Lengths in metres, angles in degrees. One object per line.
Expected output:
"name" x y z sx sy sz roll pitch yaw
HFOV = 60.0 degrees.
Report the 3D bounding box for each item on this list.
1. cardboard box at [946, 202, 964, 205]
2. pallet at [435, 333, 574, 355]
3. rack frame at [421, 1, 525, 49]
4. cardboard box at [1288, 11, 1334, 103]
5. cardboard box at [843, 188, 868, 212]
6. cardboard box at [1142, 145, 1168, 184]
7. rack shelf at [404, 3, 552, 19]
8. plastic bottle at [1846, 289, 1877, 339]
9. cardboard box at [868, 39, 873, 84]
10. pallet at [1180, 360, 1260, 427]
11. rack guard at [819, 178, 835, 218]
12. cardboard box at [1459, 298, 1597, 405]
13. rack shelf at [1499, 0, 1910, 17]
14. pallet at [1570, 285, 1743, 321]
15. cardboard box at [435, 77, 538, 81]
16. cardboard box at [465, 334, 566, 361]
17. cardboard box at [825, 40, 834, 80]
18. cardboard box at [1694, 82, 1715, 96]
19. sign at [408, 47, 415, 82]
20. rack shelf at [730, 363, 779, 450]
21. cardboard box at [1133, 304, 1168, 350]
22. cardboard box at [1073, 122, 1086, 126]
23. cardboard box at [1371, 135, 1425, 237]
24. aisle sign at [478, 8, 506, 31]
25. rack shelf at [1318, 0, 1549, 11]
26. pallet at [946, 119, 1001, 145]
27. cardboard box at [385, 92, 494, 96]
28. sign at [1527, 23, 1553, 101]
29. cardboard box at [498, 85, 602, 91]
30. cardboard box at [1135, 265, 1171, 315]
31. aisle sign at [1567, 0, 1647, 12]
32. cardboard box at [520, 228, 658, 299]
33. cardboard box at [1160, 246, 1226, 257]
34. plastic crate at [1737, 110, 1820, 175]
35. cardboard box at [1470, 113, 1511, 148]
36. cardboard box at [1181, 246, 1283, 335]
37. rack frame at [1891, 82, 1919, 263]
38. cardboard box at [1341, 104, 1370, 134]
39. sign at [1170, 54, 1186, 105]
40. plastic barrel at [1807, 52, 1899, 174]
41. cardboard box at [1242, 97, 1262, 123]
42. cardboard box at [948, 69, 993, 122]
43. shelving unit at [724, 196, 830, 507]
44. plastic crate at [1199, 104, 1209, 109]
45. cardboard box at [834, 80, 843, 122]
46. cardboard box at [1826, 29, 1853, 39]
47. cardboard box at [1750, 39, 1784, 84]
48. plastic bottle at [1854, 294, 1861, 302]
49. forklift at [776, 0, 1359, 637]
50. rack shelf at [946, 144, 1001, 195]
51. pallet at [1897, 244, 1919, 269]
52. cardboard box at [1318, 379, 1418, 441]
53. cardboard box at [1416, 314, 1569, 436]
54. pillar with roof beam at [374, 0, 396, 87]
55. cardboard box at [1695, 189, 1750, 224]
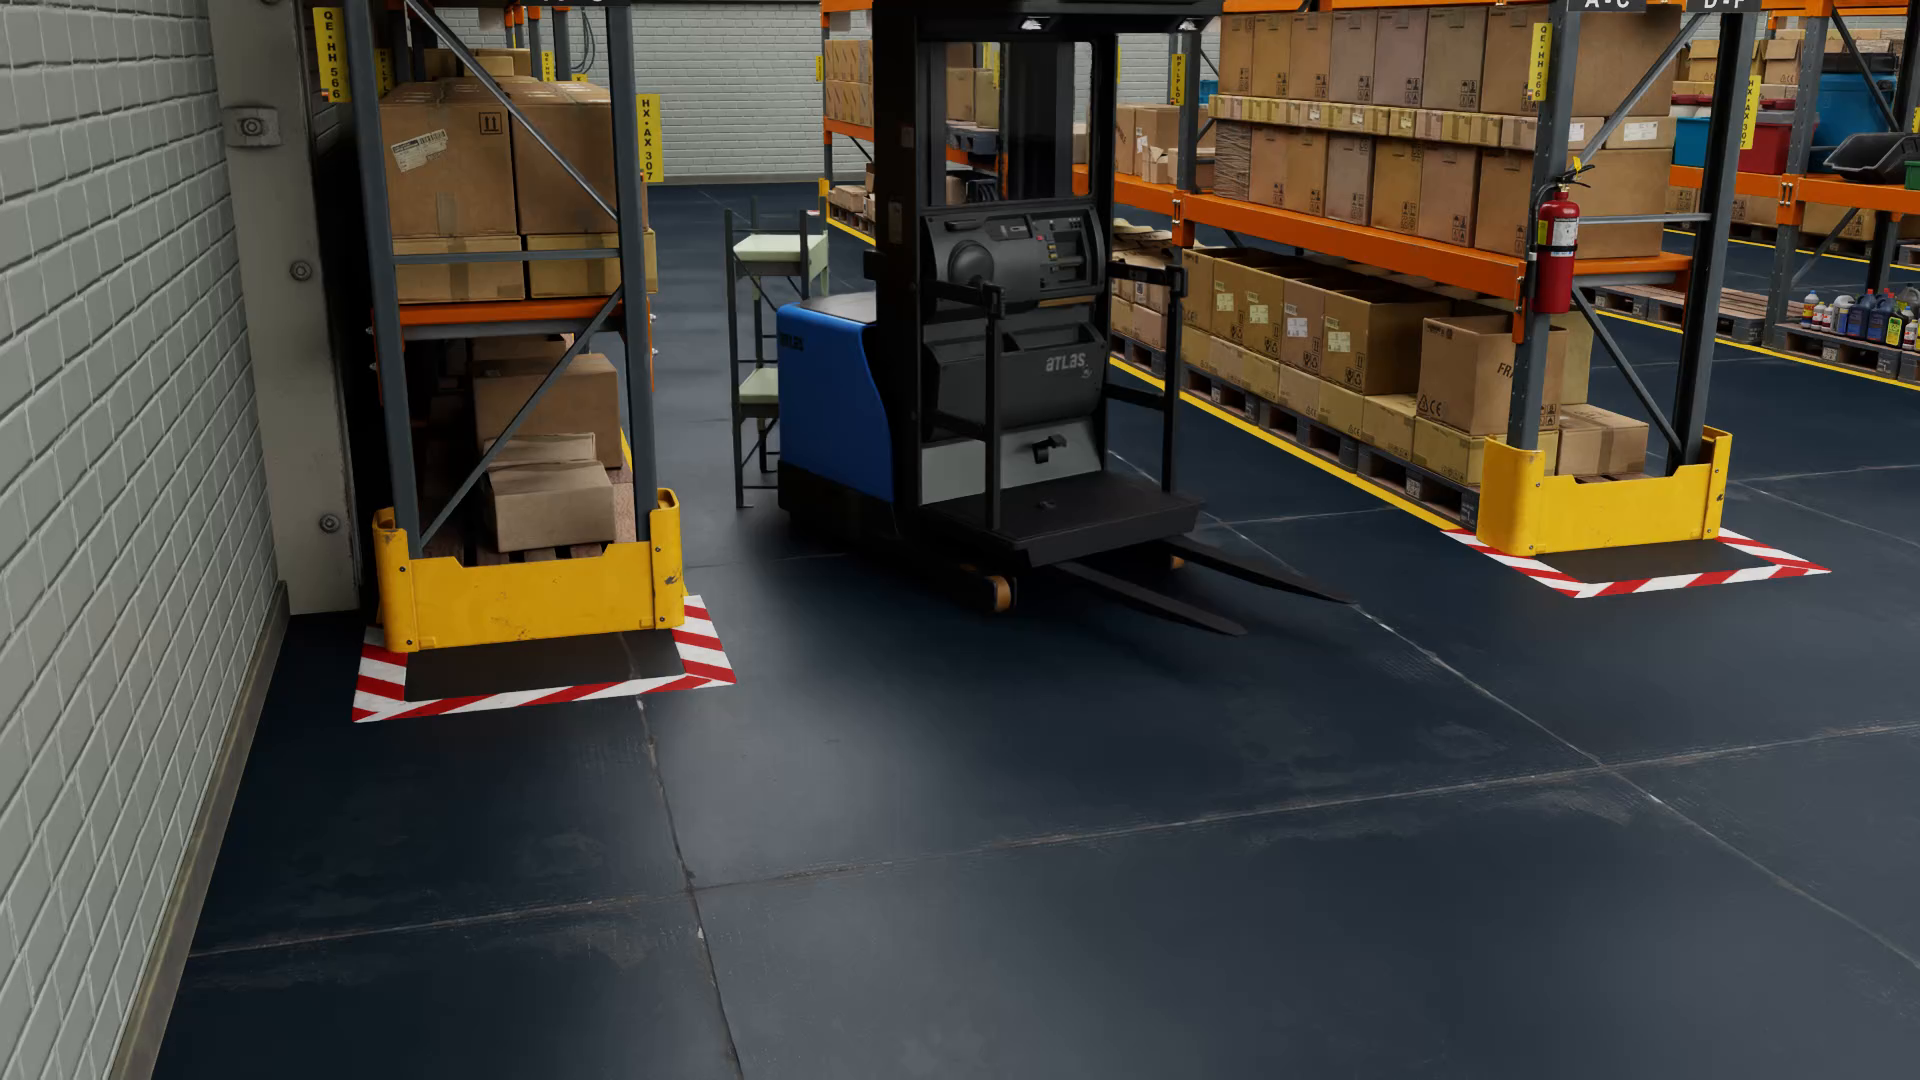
"cardboard box" 0.086 -3.211 17.009 0.500 0.500 0.500 -5 18 -17
"pallet" -3.356 -1.389 12.208 1.003 0.211 1.213 -5 17 -15
"rack frame" -5.001 -4.384 17.331 1.000 3.000 0.127 -5 17 -15
"cardboard box" 2.365 -2.832 9.737 0.700 0.500 0.500 -5 17 -15
"cardboard box" -1.186 -4.327 21.158 0.500 0.250 0.500 -5 17 -15
"cardboard box" 1.542 -2.728 12.052 0.396 0.266 0.258 -5 17 -17
"rack shelf" -3.352 -3.816 11.478 1.077 0.370 4.000 -5 17 -15
"plastic bottle" 6.546 -1.640 12.037 0.144 0.351 0.185 -4 17 -14
"cardboard box" -0.770 -5.564 19.349 0.500 0.500 0.500 -5 17 -16
"pallet" 2.138 -1.005 10.930 1.003 0.211 1.213 -5 17 -15
"rack guard" -1.317 -4.664 22.612 1.175 0.500 0.348 -5 17 -15
"cardboard box" 2.986 -1.004 8.828 0.500 0.500 0.500 -5 17 -15
"rack shelf" 6.174 -4.599 14.086 1.077 0.370 4.000 -5 17 -15
"pallet" 6.131 -2.171 14.812 1.003 0.211 1.213 -5 17 -15
"cardboard box" -3.583 -3.254 12.633 0.700 0.500 0.500 -6 18 -20
"cardboard box" -2.478 -0.900 9.316 0.500 0.500 0.500 -6 18 -19
"cardboard box" -1.470 -6.266 21.686 0.500 0.500 0.500 -4 17 -14
"cardboard box" 9.312 -5.320 20.276 0.500 0.500 0.500 -5 17 -15
"sign" -4.434 -3.787 13.332 0.100 0.325 0.005 -5 17 -15
"rack shelf" -0.926 -0.679 8.740 0.431 0.370 0.720 1 17 3
"cardboard box" 1.567 -1.539 11.912 0.500 0.250 0.500 -5 17 -16
"cardboard box" 0.919 -3.523 14.621 0.500 0.311 0.500 -4 17 -12
"cardboard box" 2.663 -1.918 8.948 0.700 0.500 0.500 -5 17 -15
"aisle sign" -5.831 -6.779 20.786 0.394 0.787 0.004 -5 17 -15
"rack shelf" 2.510 -3.102 9.102 1.077 0.370 4.000 -5 17 -15
"pallet" 0.322 -4.115 16.772 1.003 0.211 1.213 -5 17 -15
"cardboard box" -2.312 -1.757 7.511 0.500 0.500 0.500 -5 17 -17
"sign" 2.534 -2.086 7.258 0.100 0.325 0.005 -5 17 -15
"cardboard box" -2.104 -2.084 8.597 0.500 0.500 0.500 -5 17 -17
"cardboard box" 1.573 -1.806 11.824 0.500 0.311 0.500 -5 17 -15
"aisle sign" 2.795 -2.661 7.077 0.394 0.787 0.004 -5 17 -15
"cardboard box" -1.532 -1.162 6.833 0.500 0.250 0.500 -5 17 -17
"cardboard box" 1.810 -2.132 12.911 0.500 0.311 0.500 -5 18 -17
"plastic crate" 6.296 -3.094 12.928 0.402 0.464 0.583 -5 17 -15
"cardboard box" 2.698 -1.978 8.023 0.380 0.149 0.250 -4 17 -14
"cardboard box" 1.786 -1.654 10.990 0.500 0.500 0.500 -5 17 -15
"rack frame" 10.386 -4.452 17.559 1.000 3.000 0.127 -5 17 -15
"cardboard box" 2.343 -2.335 9.210 0.380 0.149 0.250 -5 17 -16
"sign" 1.441 -3.034 10.965 0.100 0.325 0.005 -5 17 -15
"plastic barrel" 6.909 -3.325 12.935 0.600 0.901 0.708 -5 17 -15
"cardboard box" 1.989 -2.692 10.397 0.380 0.149 0.250 -5 17 -17
"cardboard box" 0.306 -4.541 16.953 0.700 0.500 0.500 -10 19 -29
"shelving unit" -0.926 -0.992 8.646 0.431 1.500 0.755 1 17 3
"plastic crate" 3.372 -5.798 22.396 0.250 0.136 0.298 -5 17 -15
"cardboard box" -1.323 -5.645 21.356 0.500 0.500 0.500 -5 17 -16
"cardboard box" 13.119 -7.268 24.506 0.500 0.500 0.500 -5 17 -16
"cardboard box" 9.648 -5.720 19.863 0.797 0.503 0.637 -5 17 -15
"plastic bottle" 6.607 -1.662 12.229 0.061 0.283 0.133 -5 17 -15
"forklift" 0.374 -1.253 7.028 1.130 2.935 3.031 -12 20 -35
"rack shelf" 0.311 -3.878 16.900 1.077 0.370 4.000 -5 17 -15
"pallet" 10.600 -2.900 17.240 1.003 0.211 1.213 -5 17 -15
"cardboard box" 2.340 -0.742 9.257 0.500 0.250 0.500 -5 17 -15
"cardboard box" 2.626 -0.825 8.231 0.500 0.500 0.500 -5 17 -15
"pillar with roof beam" -1.885 -7.722 18.018 9.100 9.000 0.400 -5 17 -15
"cardboard box" 9.729 -4.319 20.081 1.225 0.875 0.875 -5 18 -17
